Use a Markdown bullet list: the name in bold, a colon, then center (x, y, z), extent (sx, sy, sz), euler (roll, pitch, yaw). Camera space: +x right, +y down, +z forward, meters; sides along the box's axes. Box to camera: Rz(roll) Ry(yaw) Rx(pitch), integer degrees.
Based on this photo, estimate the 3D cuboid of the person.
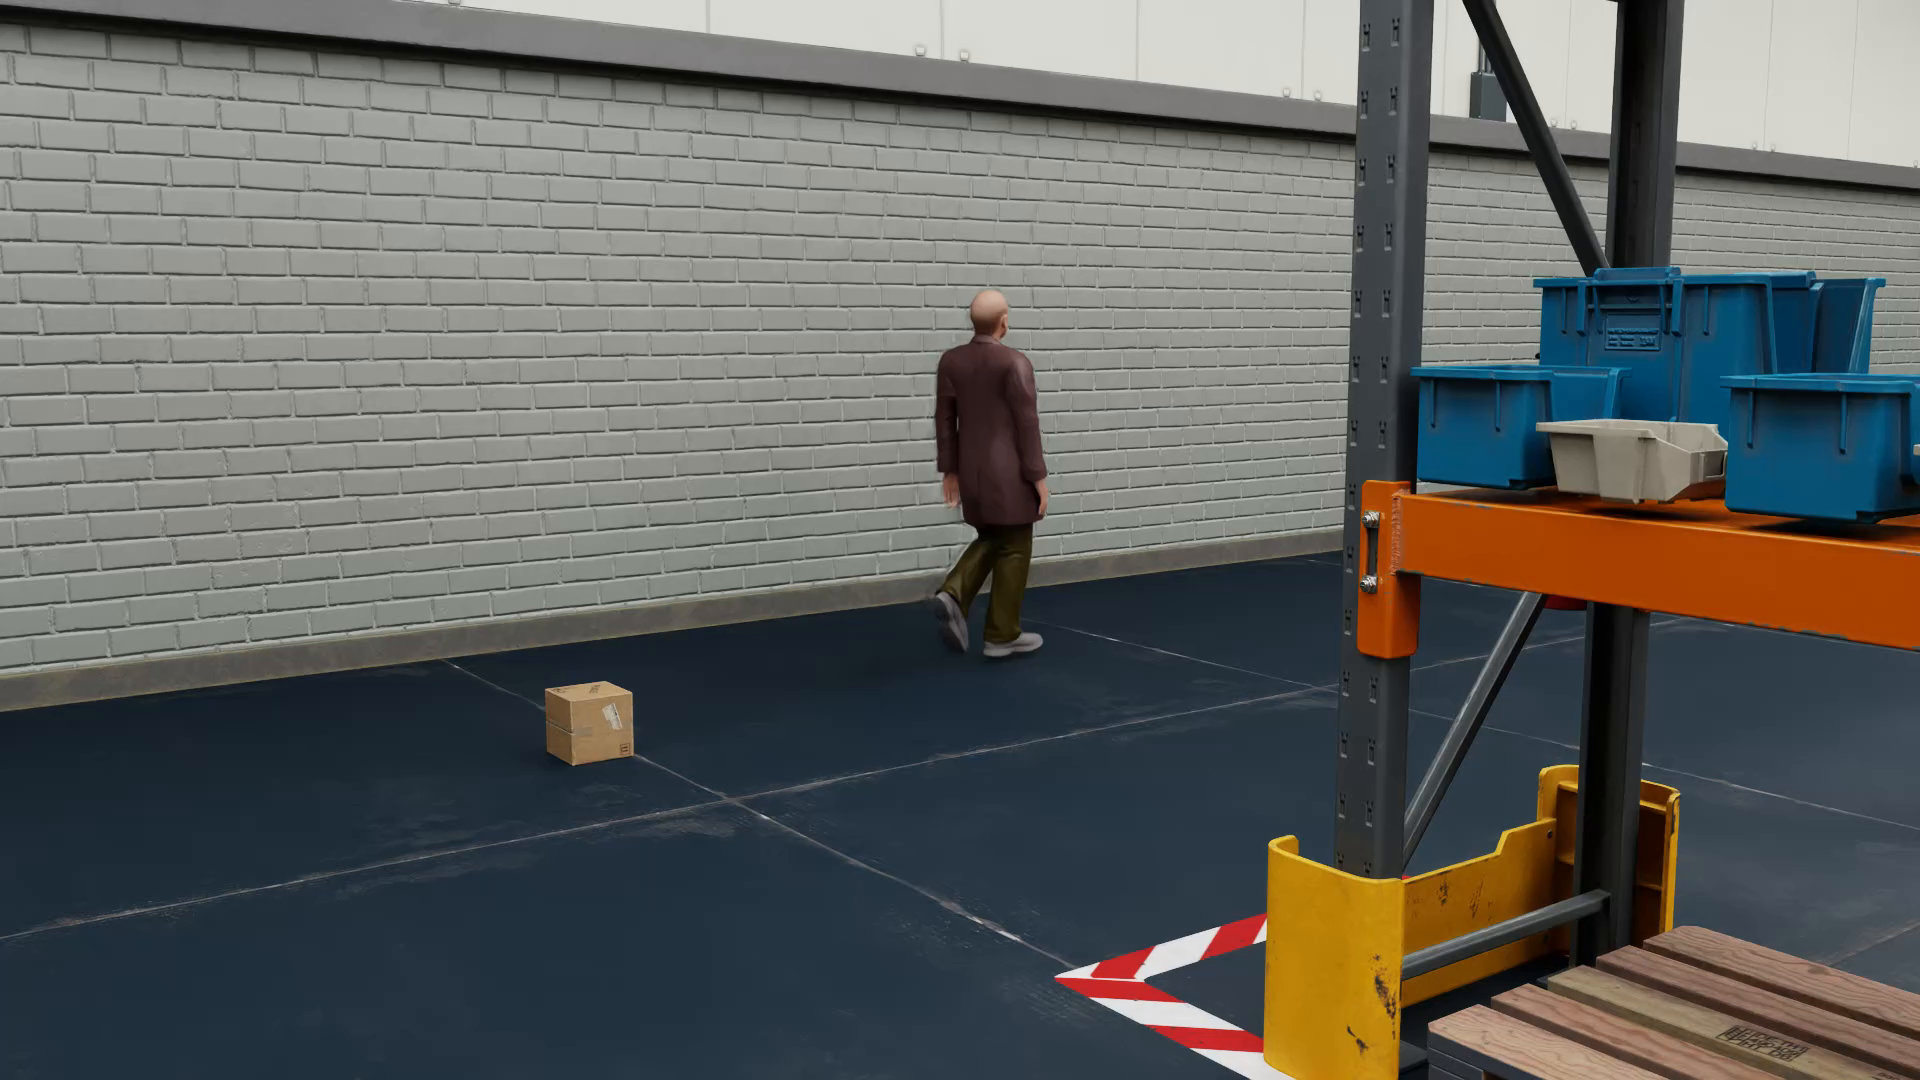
- **person**: center (0.154, -0.314, 8.017), extent (0.596, 1.763, 0.584), euler (7, 10, 40)
